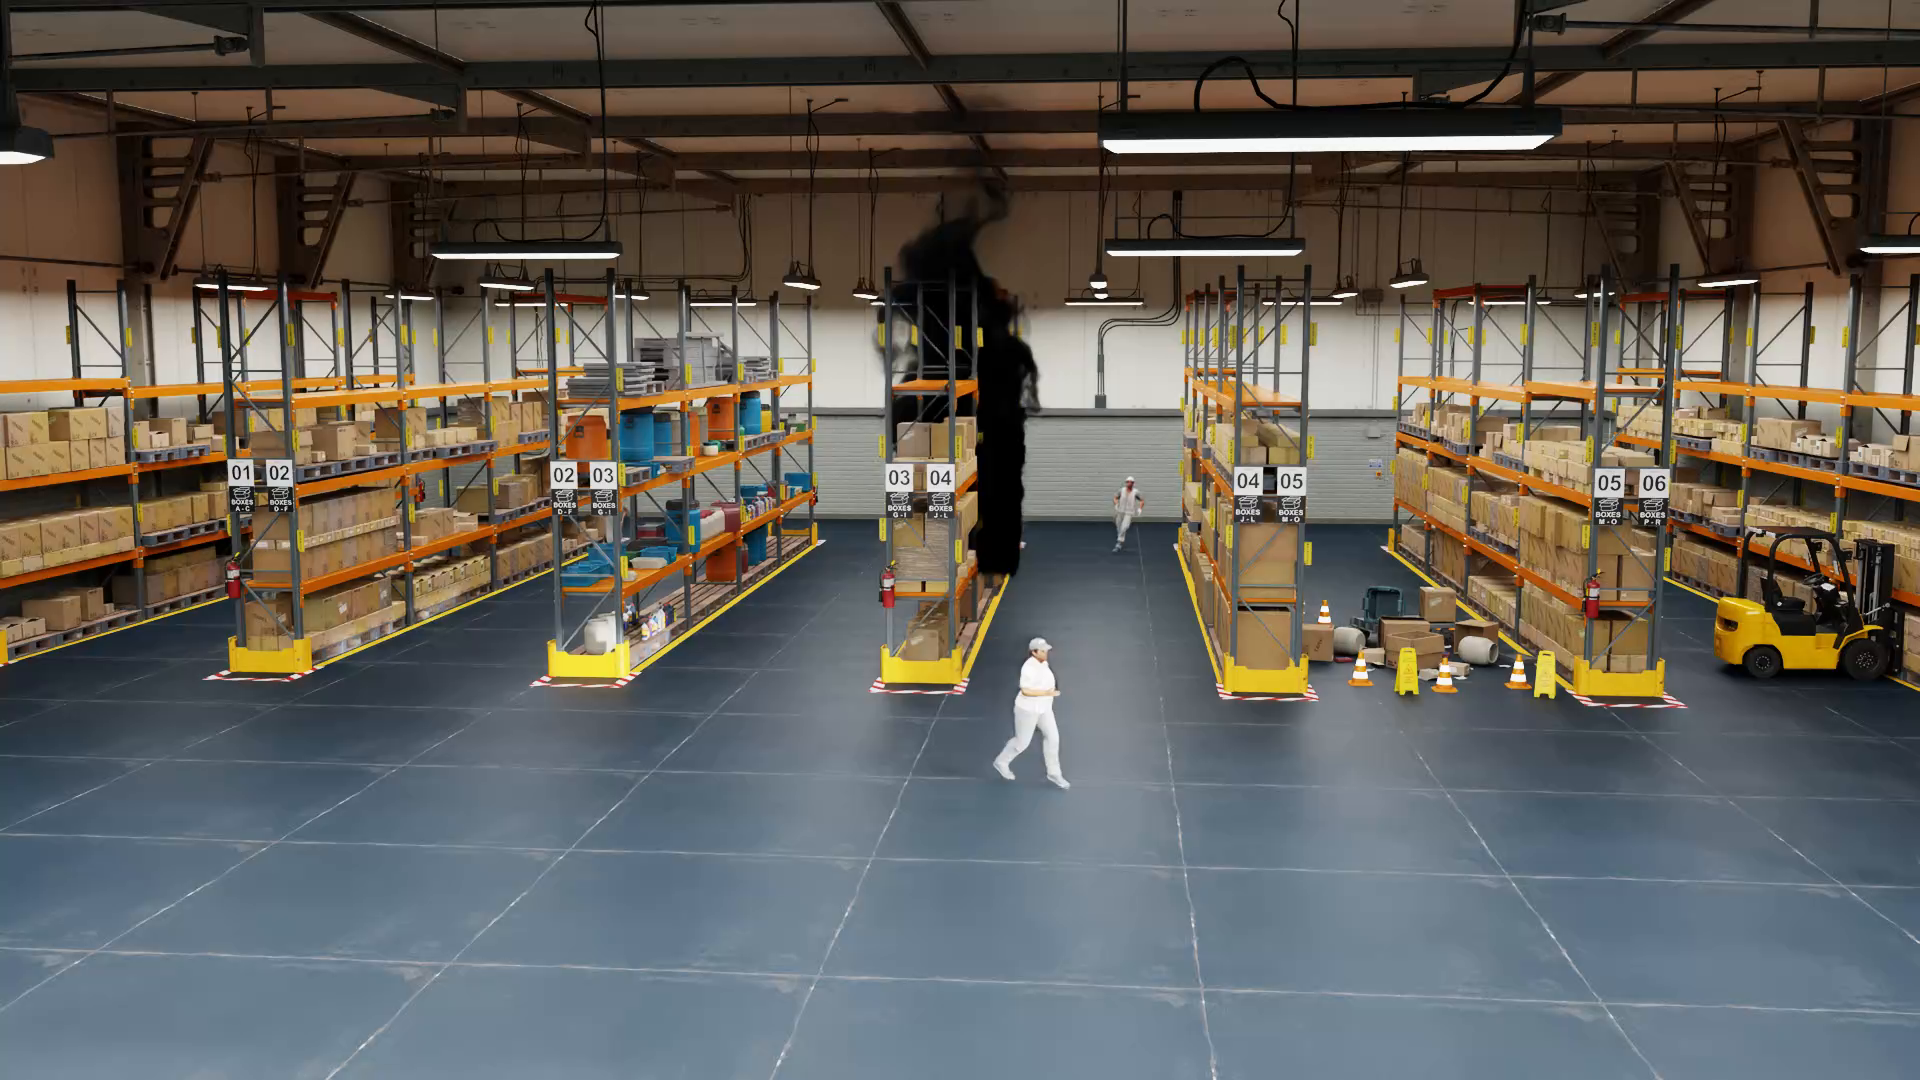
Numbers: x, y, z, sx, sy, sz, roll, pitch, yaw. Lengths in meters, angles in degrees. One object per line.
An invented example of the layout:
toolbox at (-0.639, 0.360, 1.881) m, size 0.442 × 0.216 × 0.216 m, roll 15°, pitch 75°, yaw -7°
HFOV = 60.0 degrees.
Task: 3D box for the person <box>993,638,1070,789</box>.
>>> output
person at (0.800, 1.919, 18.624) m, size 0.901 × 1.684 × 0.568 m, roll 5°, pitch 8°, yaw 34°

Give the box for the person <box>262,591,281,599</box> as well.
person at (-11.550, 0.838, 27.855) m, size 0.508 × 1.558 × 0.586 m, roll 1°, pitch 7°, yaw 6°

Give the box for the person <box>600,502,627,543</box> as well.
person at (-7.314, -0.259, 35.023) m, size 0.544 × 1.687 × 0.691 m, roll 0°, pitch 7°, yaw -1°

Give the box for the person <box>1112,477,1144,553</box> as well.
person at (3.895, -0.605, 38.861) m, size 0.718 × 1.749 × 0.986 m, roll 3°, pitch 8°, yaw 23°
